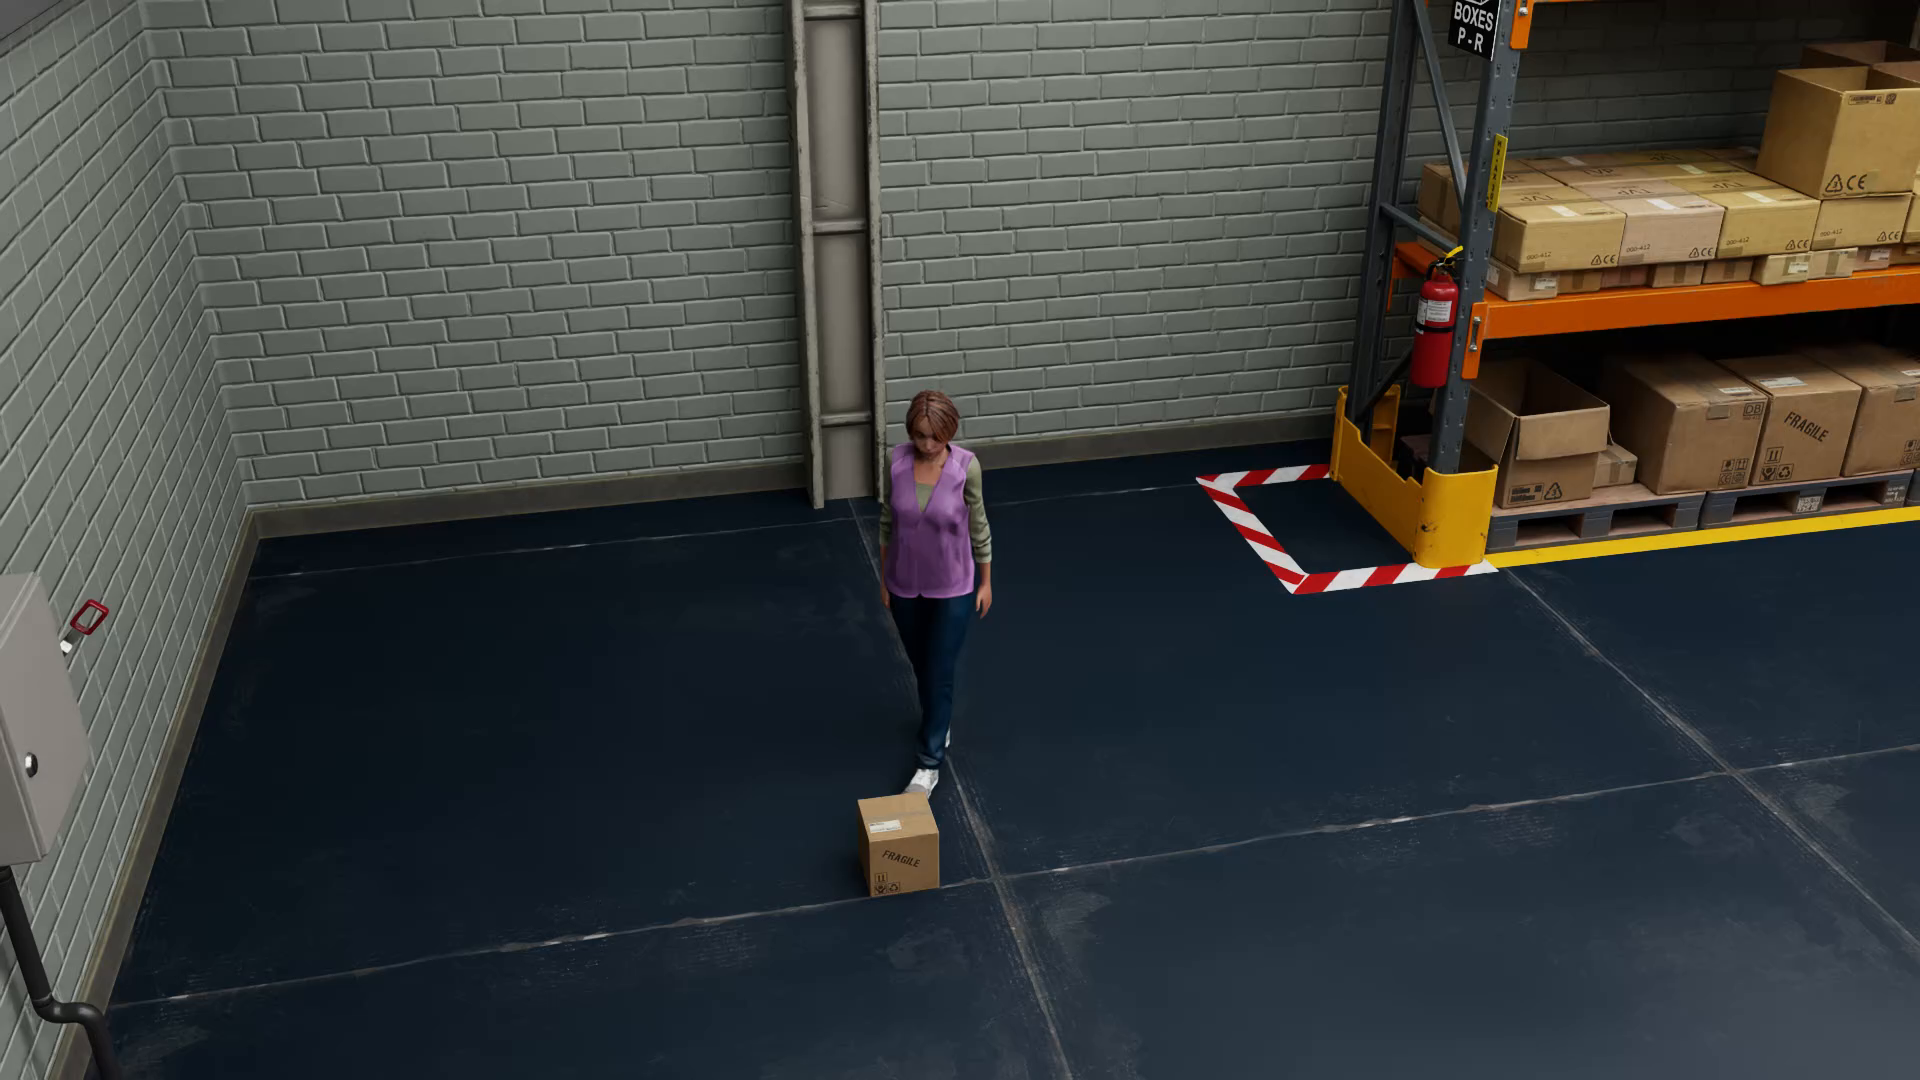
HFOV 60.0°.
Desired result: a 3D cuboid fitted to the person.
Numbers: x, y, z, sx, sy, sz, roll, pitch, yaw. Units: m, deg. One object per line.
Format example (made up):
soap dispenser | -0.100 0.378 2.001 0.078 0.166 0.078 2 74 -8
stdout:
person | -0.111 0.188 6.252 0.428 1.585 0.694 7 28 13
